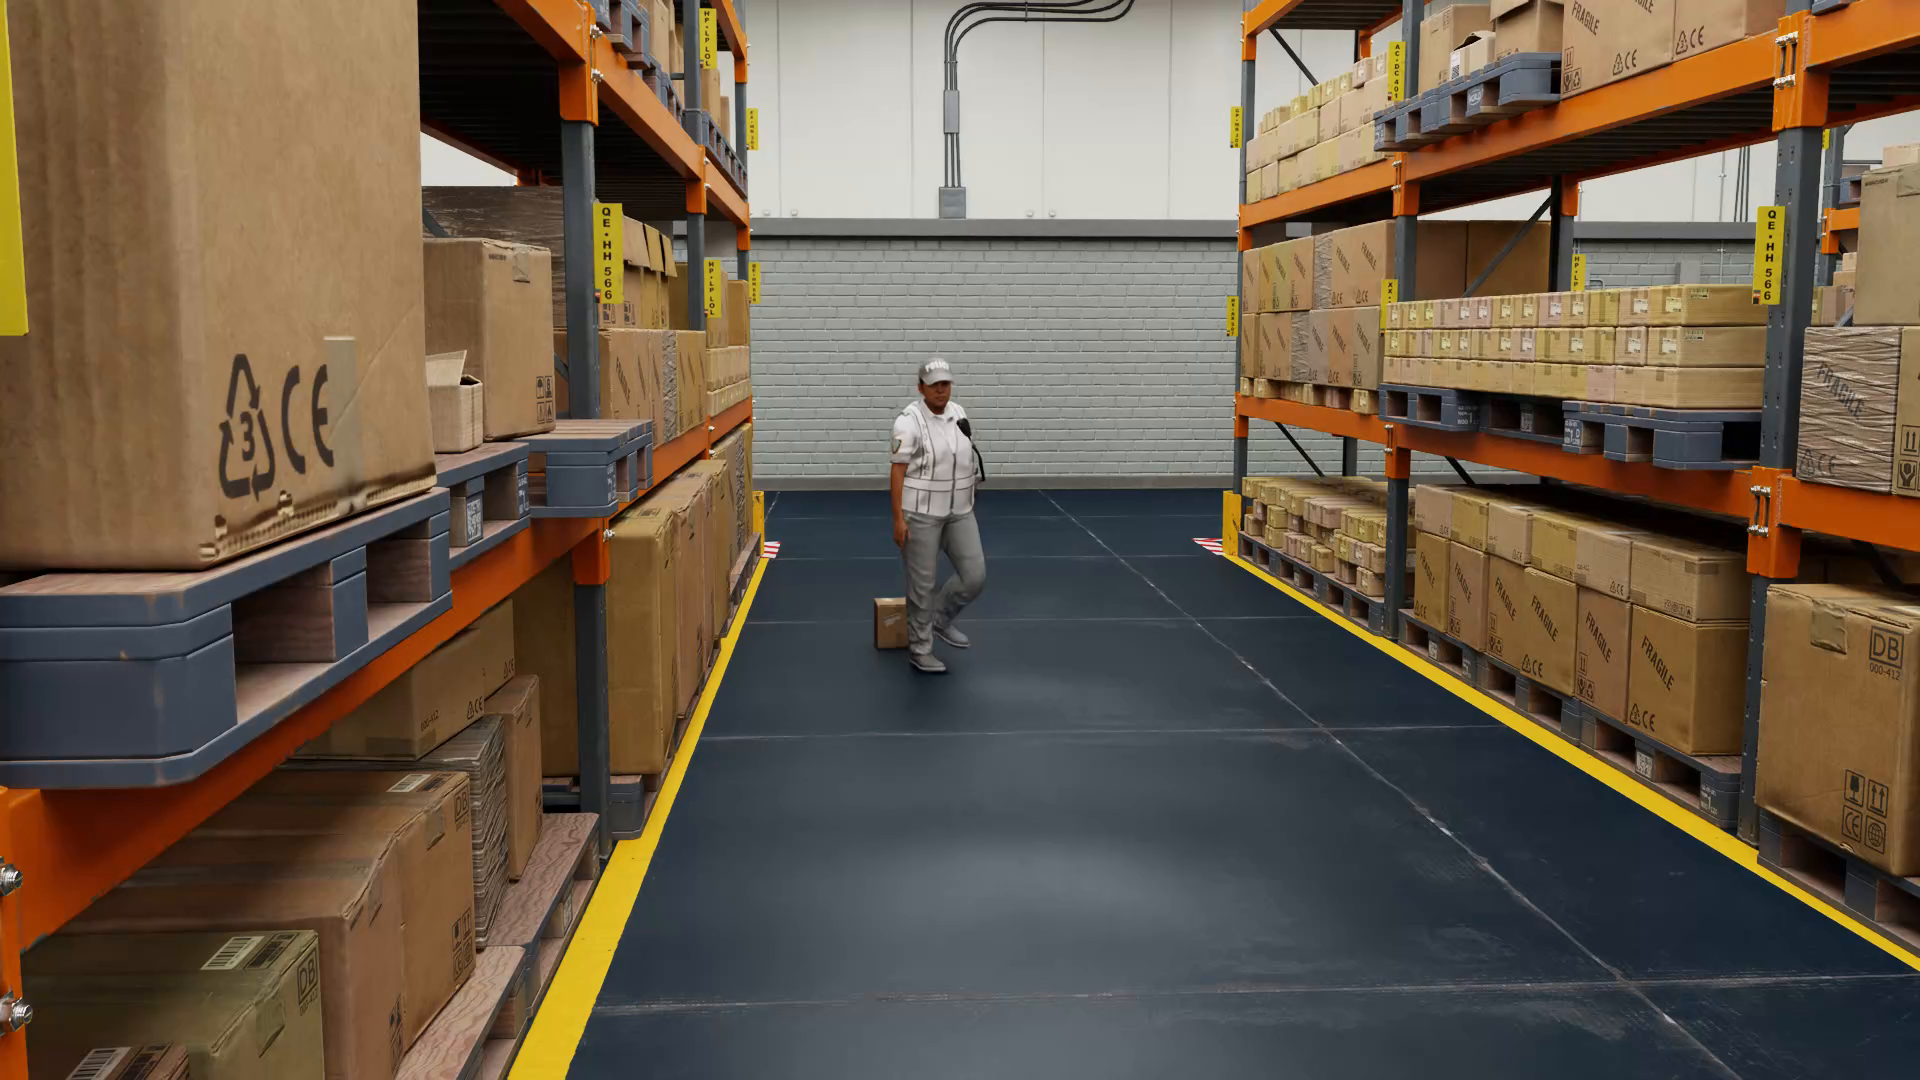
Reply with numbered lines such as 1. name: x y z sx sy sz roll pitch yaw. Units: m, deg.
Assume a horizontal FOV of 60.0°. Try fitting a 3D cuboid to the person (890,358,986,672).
1. person: -0.132 -0.135 8.806 0.553 1.656 0.550 -4 8 -32
